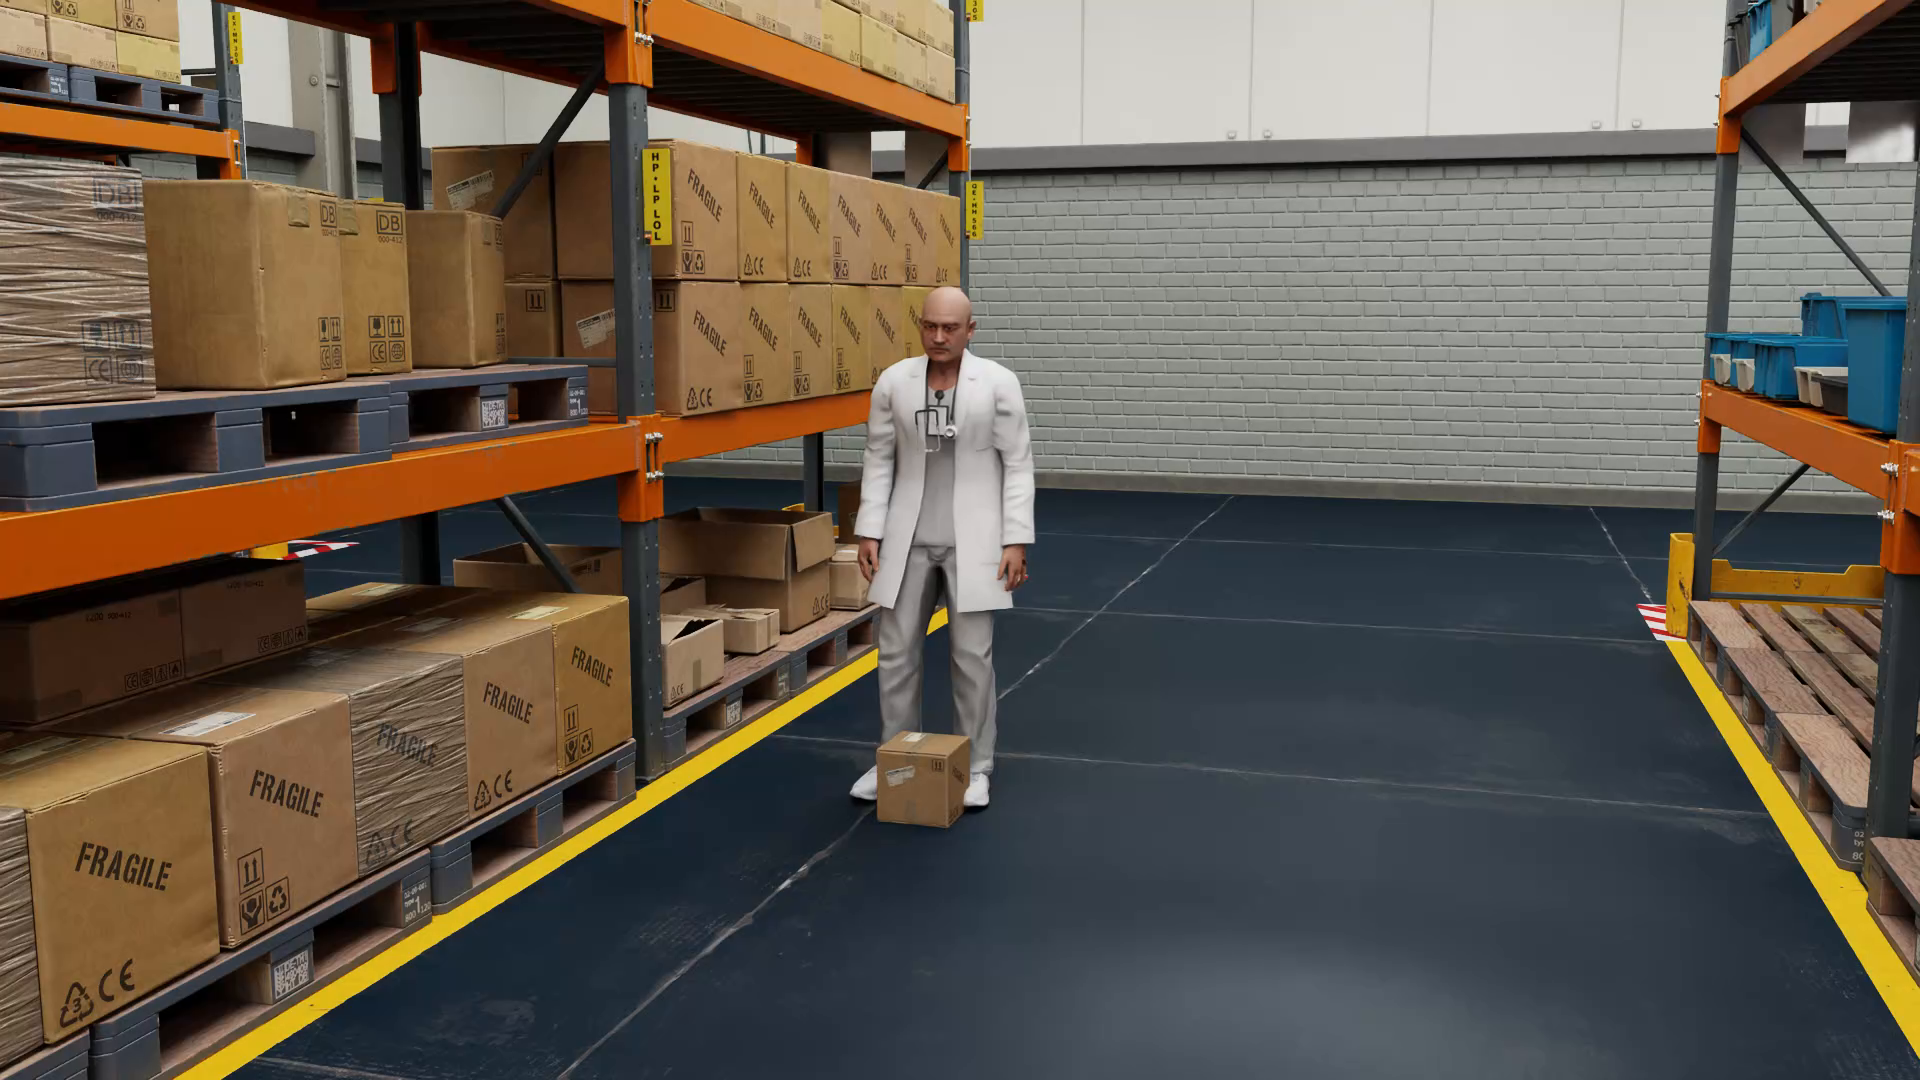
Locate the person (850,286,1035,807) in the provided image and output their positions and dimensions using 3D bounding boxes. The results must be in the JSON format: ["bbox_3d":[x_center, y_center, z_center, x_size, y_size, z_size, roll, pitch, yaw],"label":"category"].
[{"bbox_3d":[-0.059,0.019,5.753,0.643,1.772,0.429,2,8,13],"label":"person"}]
